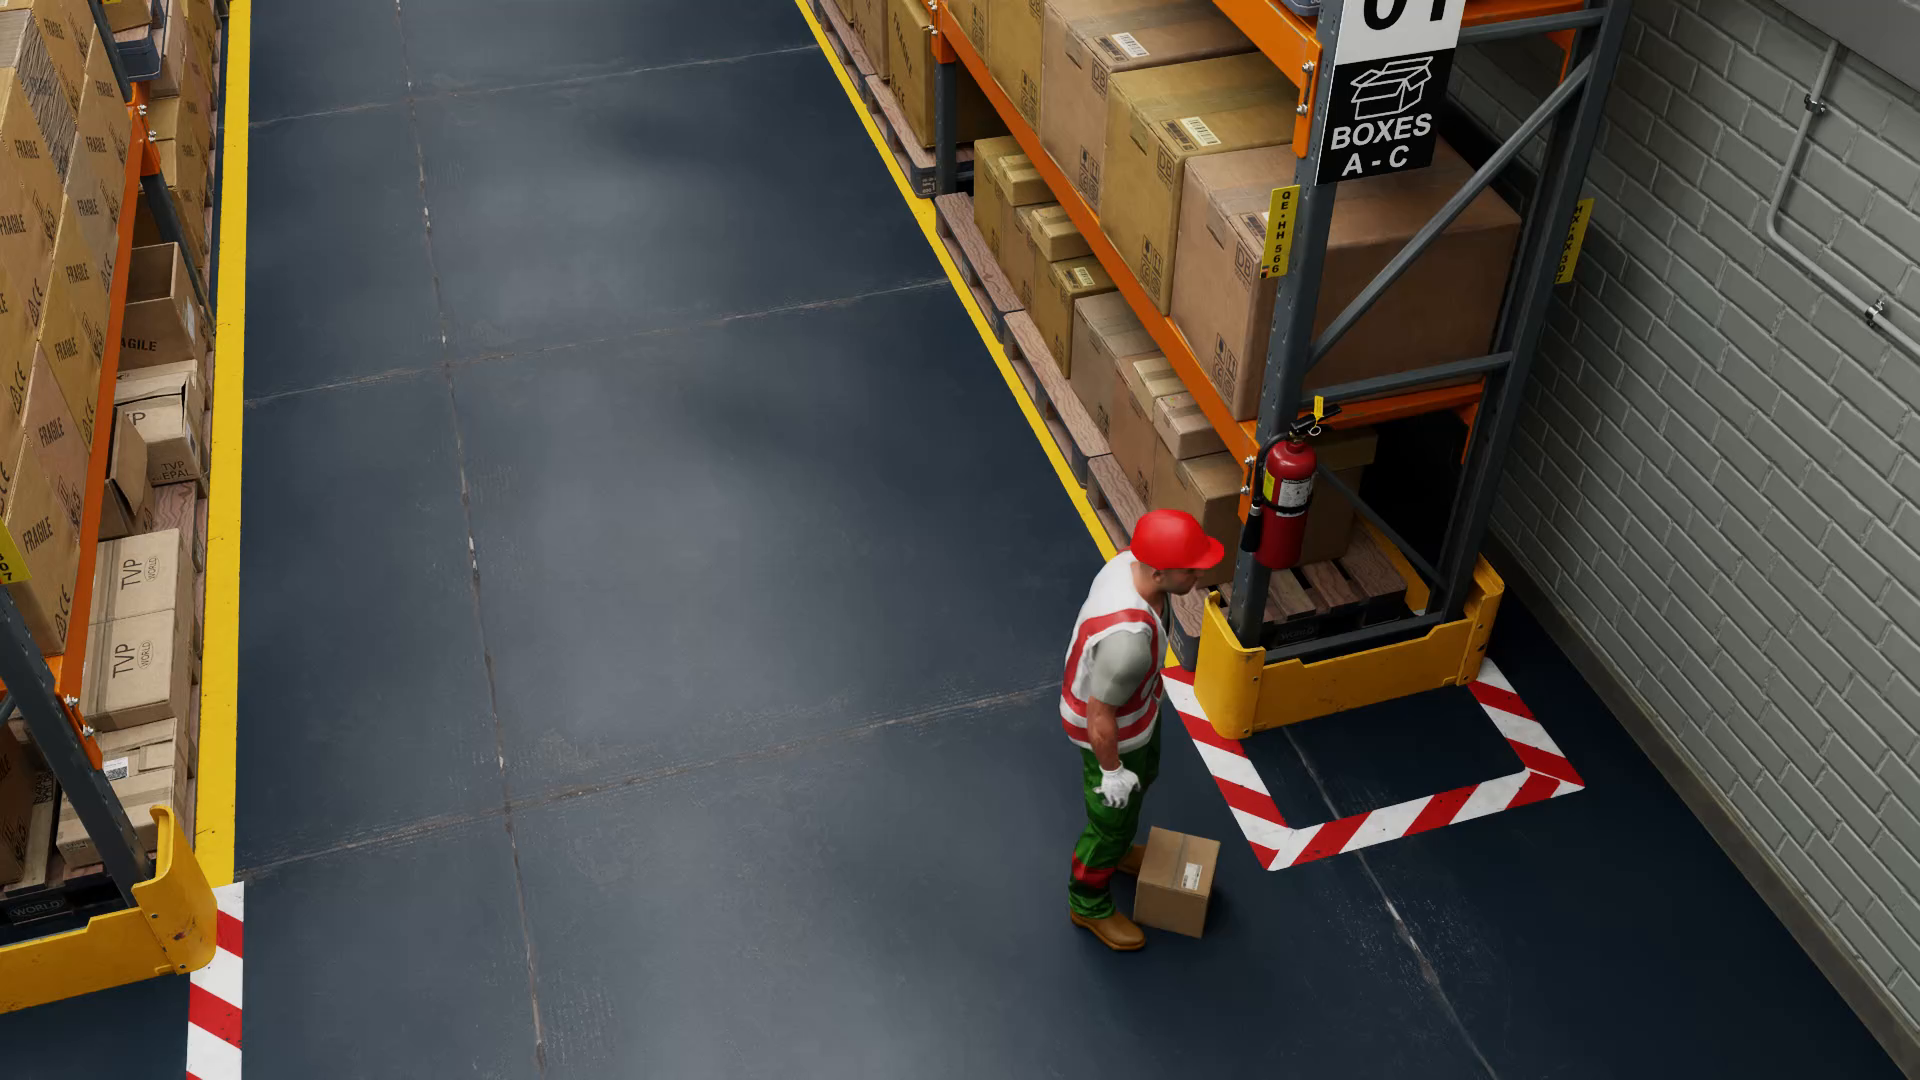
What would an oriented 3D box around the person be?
[{"bbox_3d":[0.562,0.595,5.485,0.451,1.777,0.610,12,43,13],"label":"person"}]
